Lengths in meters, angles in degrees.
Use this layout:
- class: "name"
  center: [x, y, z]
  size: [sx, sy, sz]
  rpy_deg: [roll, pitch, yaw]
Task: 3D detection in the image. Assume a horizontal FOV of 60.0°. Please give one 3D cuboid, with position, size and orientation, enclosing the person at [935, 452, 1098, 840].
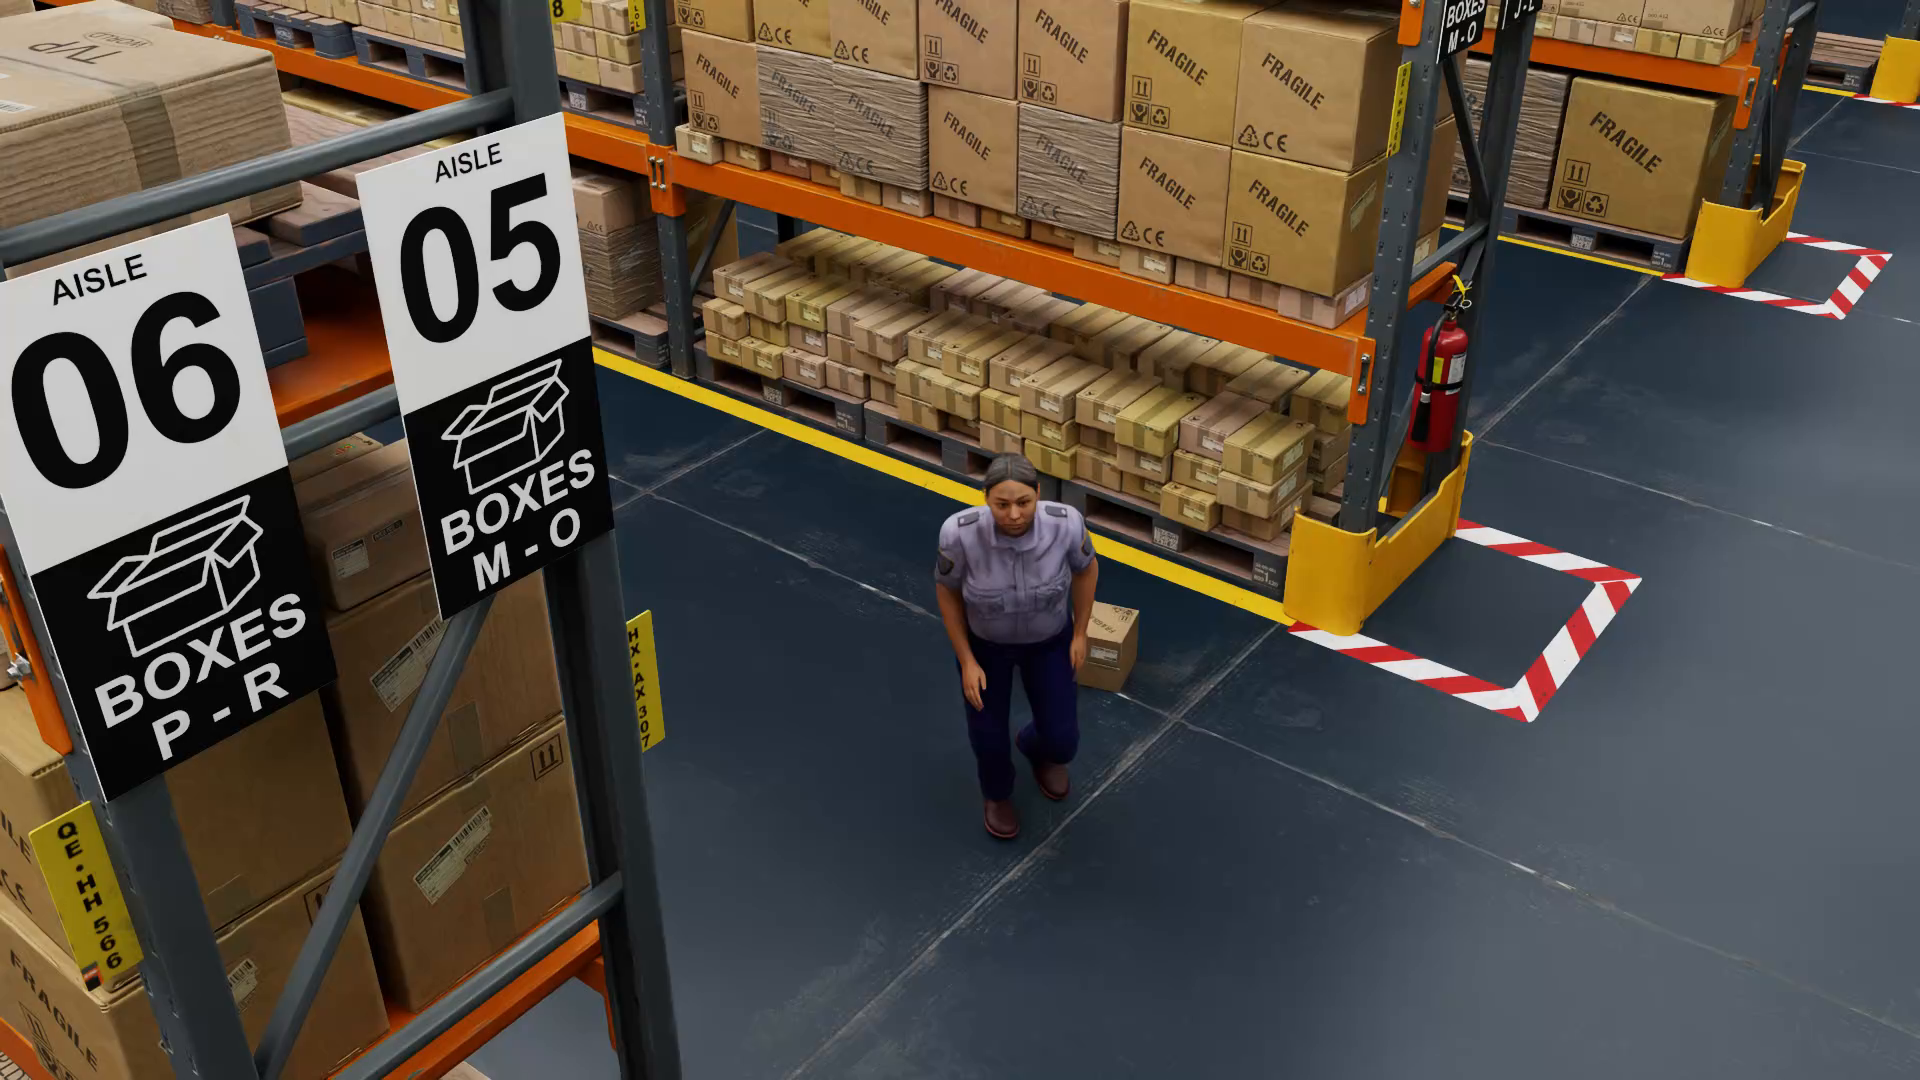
- class: "person"
  center: [0.185, 0.343, 5.610]
  size: [0.542, 1.599, 0.572]
  rpy_deg: [-2, 31, -3]
